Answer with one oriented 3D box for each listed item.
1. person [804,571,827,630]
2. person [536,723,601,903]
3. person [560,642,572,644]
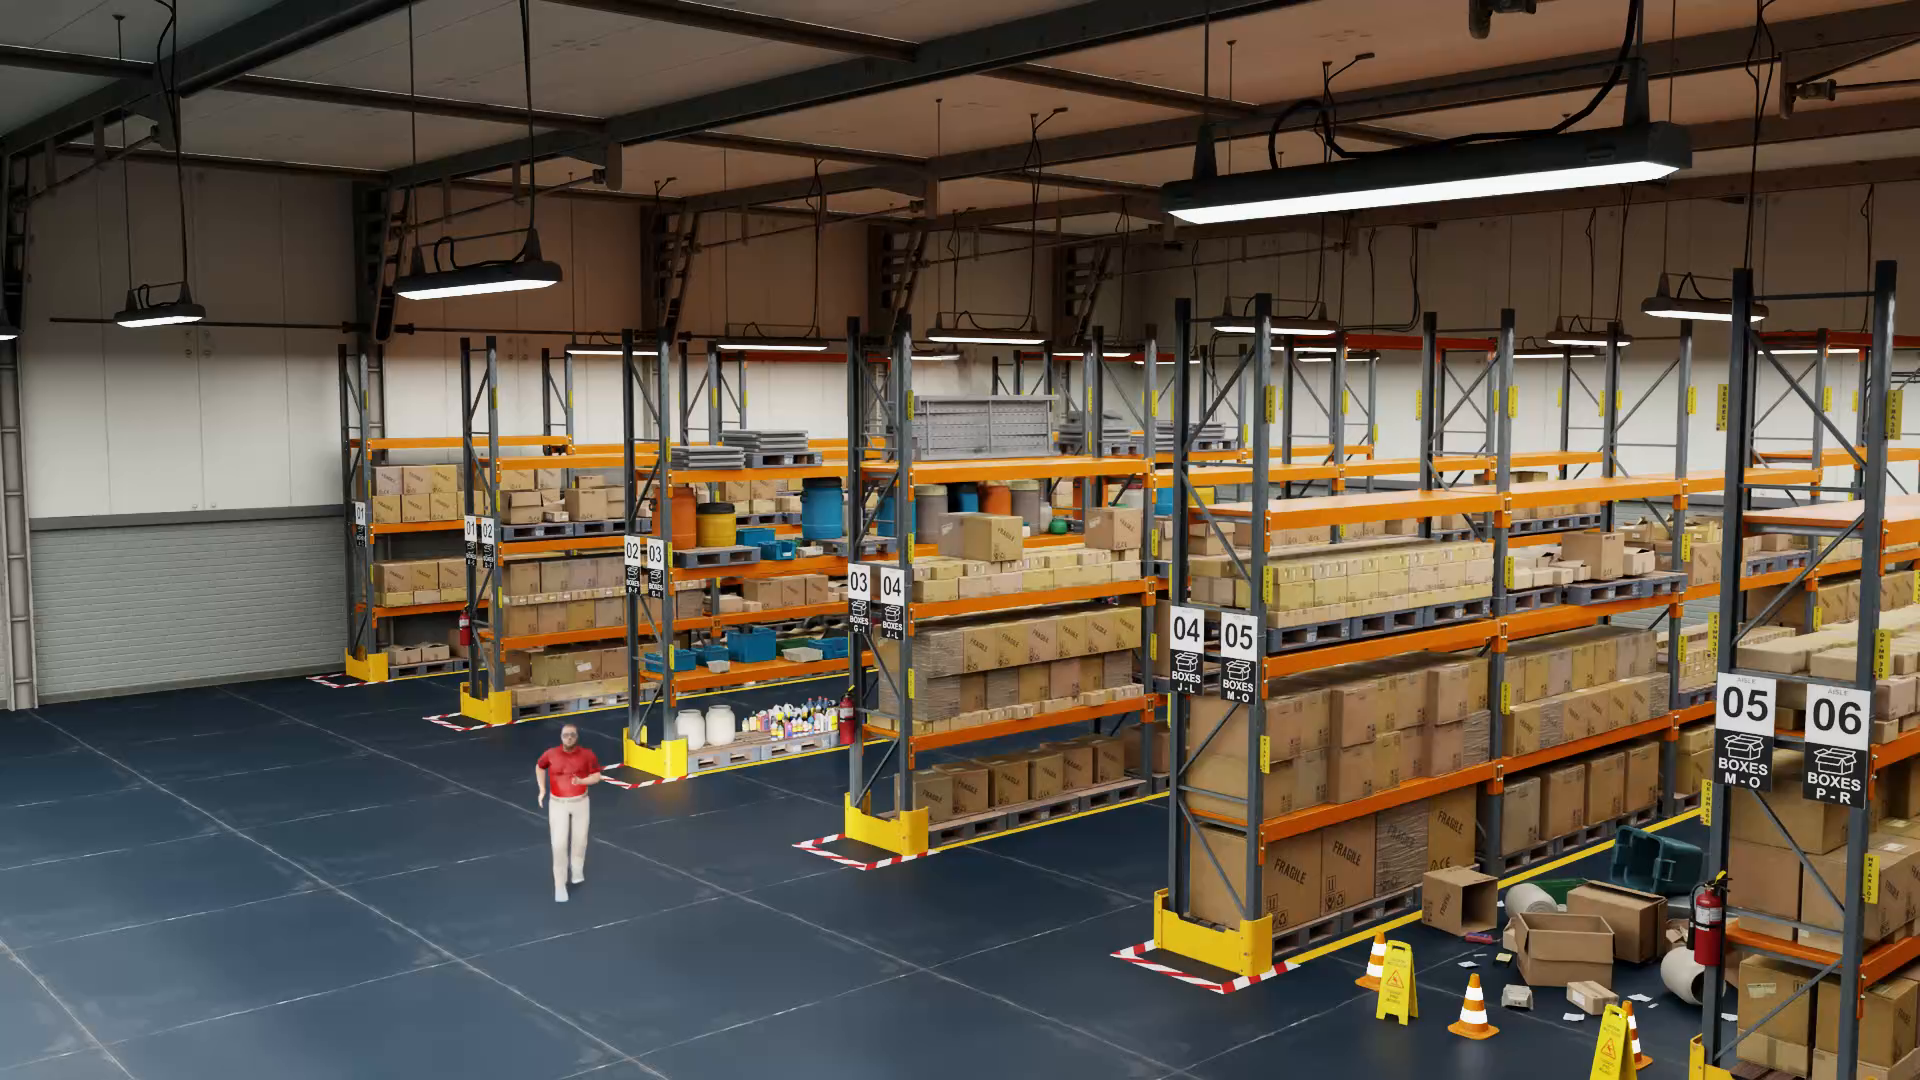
[{"bbox_3d":[-2.817,1.421,32.827,0.510,1.642,0.733,5,7,43],"label":"person"},{"bbox_3d":[-4.014,2.785,17.106,0.635,1.798,0.779,-2,5,-17],"label":"person"},{"bbox_3d":[-6.845,1.709,28.727,0.650,1.735,0.635,-5,7,-41],"label":"person"}]
